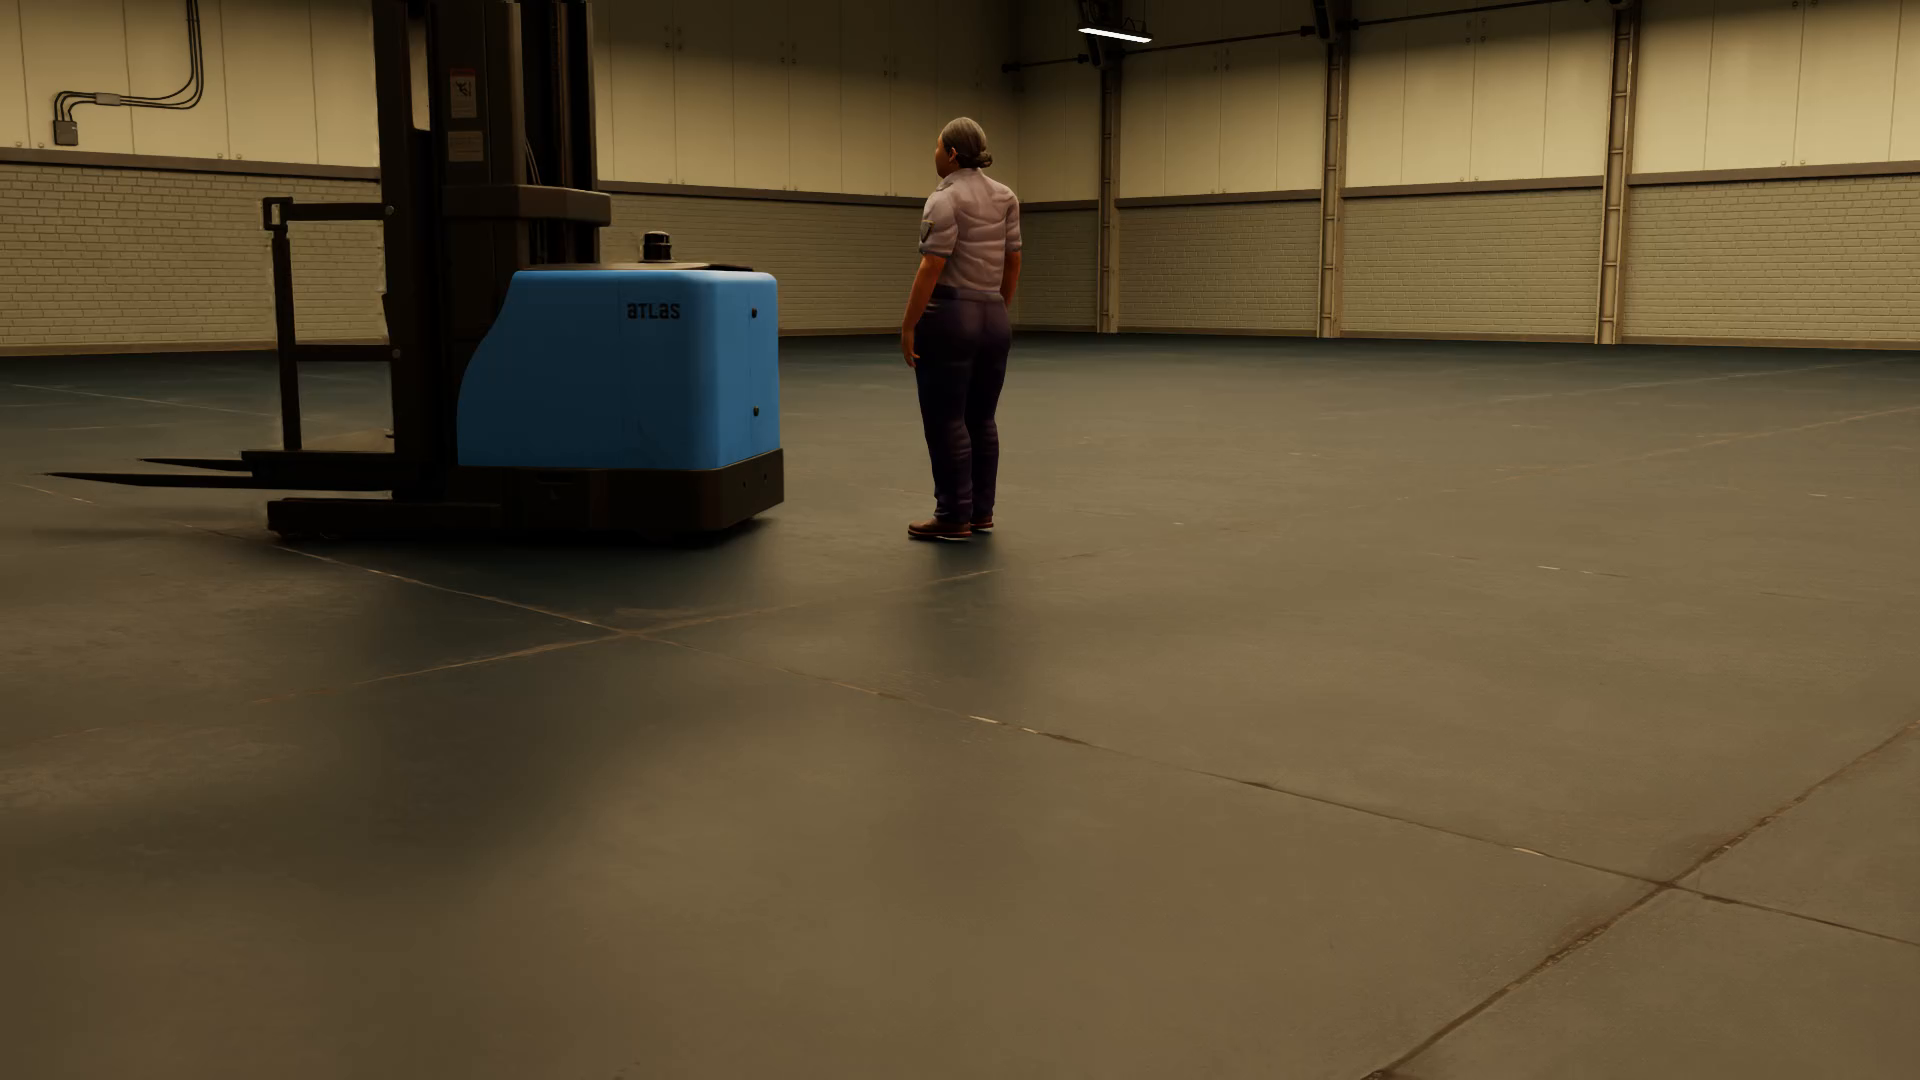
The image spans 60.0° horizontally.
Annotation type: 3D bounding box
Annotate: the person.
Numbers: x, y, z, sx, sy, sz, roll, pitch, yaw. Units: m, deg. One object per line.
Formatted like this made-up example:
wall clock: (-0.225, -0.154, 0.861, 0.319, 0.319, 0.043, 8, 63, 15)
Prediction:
person: (-0.049, -0.834, 6.672, 0.502, 1.651, 0.598, 8, 12, 43)

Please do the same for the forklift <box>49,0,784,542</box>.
forklift: (-2.345, -1.522, 6.982, 3.031, 2.935, 1.130, 1, 9, 10)
